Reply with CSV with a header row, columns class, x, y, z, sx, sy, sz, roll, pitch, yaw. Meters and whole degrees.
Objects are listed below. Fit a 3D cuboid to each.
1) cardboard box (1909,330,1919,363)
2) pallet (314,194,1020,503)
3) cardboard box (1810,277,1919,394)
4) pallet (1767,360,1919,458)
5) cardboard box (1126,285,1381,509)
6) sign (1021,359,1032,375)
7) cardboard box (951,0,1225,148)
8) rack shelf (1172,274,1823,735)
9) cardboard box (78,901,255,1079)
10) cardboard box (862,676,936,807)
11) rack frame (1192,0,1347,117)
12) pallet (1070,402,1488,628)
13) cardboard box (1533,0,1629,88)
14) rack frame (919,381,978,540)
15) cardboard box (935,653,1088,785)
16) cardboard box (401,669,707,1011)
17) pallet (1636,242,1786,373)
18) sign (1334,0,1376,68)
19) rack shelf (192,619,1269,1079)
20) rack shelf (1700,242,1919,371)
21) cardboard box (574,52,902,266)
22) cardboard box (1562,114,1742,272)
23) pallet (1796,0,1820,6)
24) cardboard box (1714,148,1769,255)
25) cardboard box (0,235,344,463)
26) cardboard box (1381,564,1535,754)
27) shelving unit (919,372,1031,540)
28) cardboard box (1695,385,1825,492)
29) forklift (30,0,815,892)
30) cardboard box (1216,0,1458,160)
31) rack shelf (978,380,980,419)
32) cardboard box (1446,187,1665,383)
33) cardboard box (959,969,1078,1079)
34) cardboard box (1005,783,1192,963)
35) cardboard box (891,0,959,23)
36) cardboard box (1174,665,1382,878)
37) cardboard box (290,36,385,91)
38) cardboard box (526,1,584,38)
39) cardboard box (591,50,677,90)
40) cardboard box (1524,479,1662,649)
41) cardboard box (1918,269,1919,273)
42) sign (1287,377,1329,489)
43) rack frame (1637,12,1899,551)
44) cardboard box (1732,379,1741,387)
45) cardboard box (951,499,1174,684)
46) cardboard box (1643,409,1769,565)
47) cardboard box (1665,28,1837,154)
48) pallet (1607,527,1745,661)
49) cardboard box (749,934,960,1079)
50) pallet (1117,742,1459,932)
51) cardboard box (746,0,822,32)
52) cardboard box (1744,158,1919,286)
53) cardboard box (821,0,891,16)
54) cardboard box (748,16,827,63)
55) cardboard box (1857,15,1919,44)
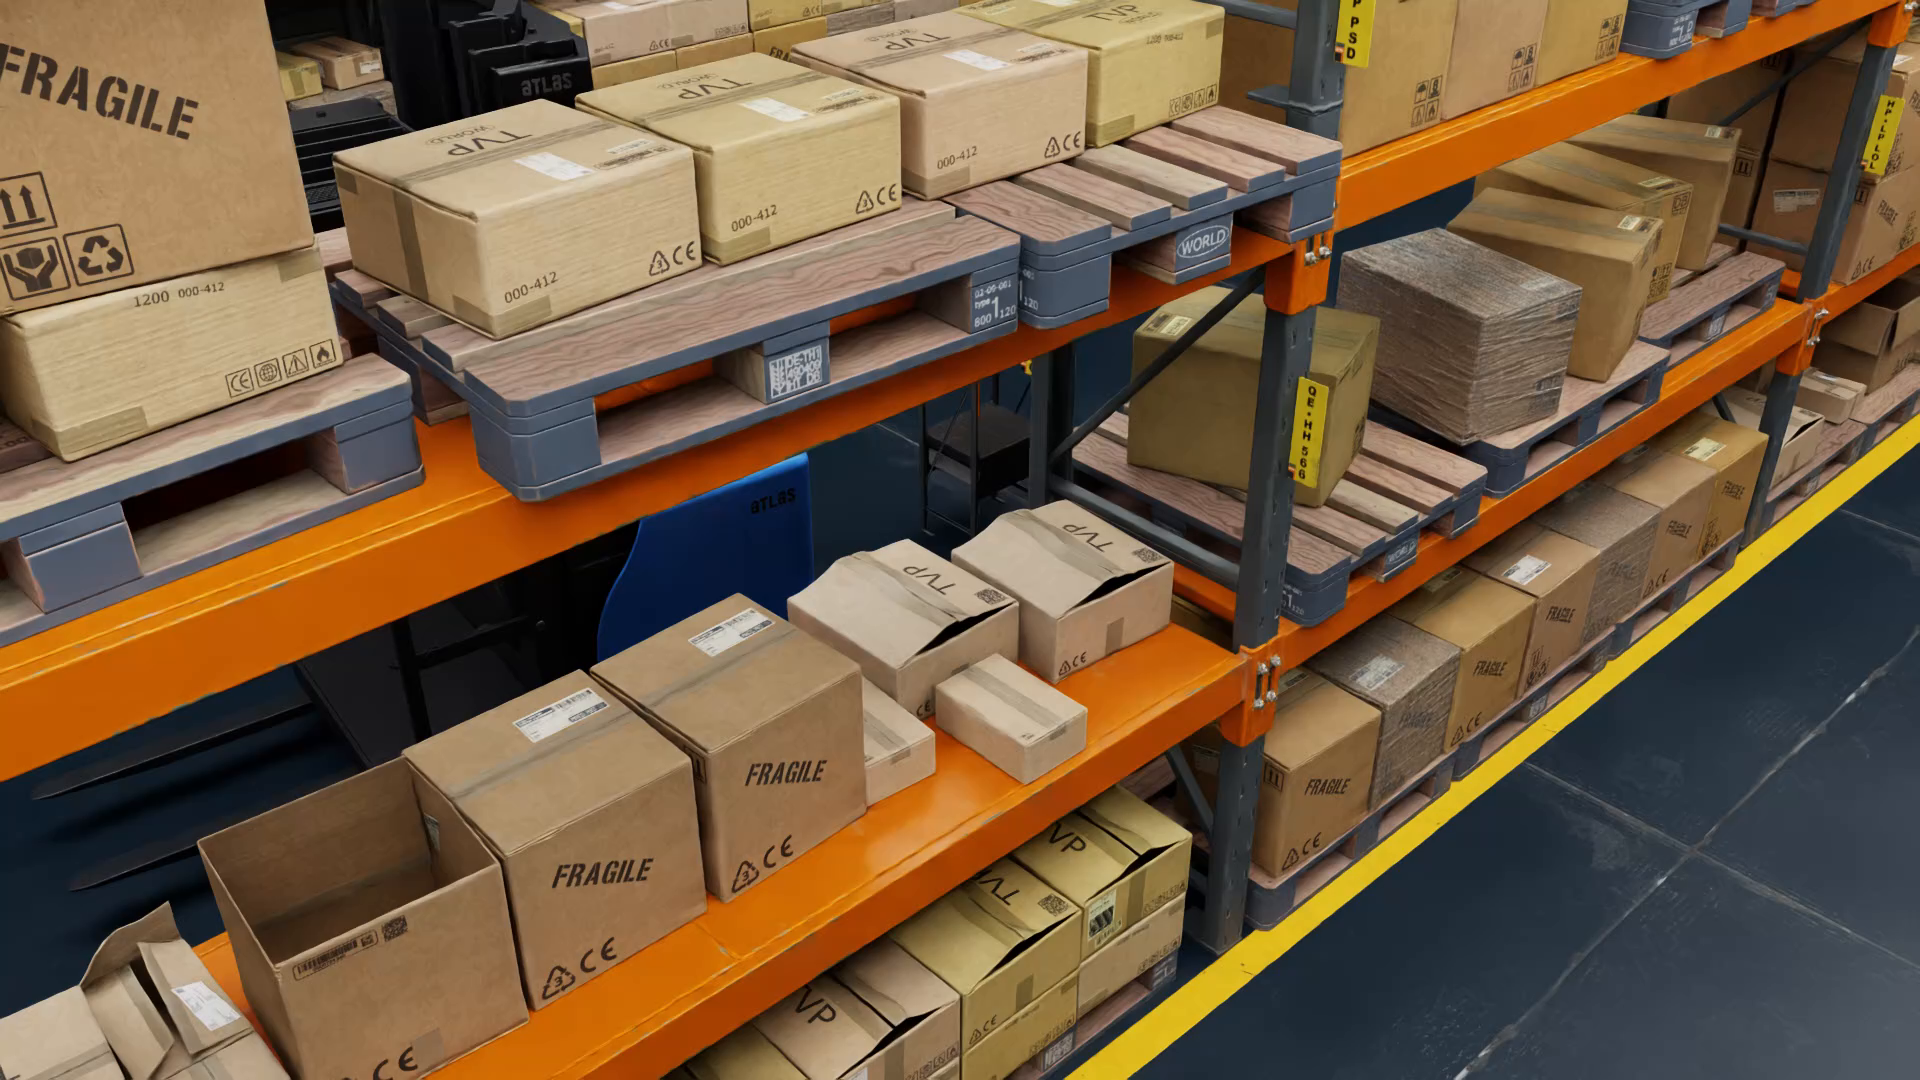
class,x,y,z,sx,sy,sz,roll,pitch,yaw
cardboard box,5.534,-1.263,9.653,0.500,0.250,0.500,-26,40,-35
pallet,-0.638,-0.549,3.579,1.213,0.211,1.003,-24,39,-33
cardboard box,4.924,-1.233,9.362,0.637,0.503,0.797,-26,40,-35
pallet,4.949,-0.930,9.569,1.213,0.211,1.003,-26,40,-35
cardboard box,1.002,-0.511,5.712,0.700,0.500,0.500,15,35,23
sign,0.241,-0.687,5.465,0.005,0.325,0.100,-26,40,-35
cardboard box,0.322,-1.235,4.261,0.500,0.250,0.500,26,40,35
rack shelf,2.083,-0.425,6.760,4.000,0.370,1.077,-26,40,-35
cardboard box,-1.797,1.071,3.752,0.258,0.266,0.396,-27,40,-37
cardboard box,-0.280,0.558,4.703,0.250,0.149,0.380,-23,38,-32
rack frame,0.616,-2.582,3.847,0.127,3.000,1.000,-26,40,-35
pallet,1.066,-0.208,5.899,1.003,0.211,1.213,-26,40,-35
cardboard box,1.669,-1.878,5.475,0.500,0.500,0.910,-26,40,-35
rack frame,-0.058,-0.868,7.657,0.015,2.100,0.400,-26,40,-35
cardboard box,0.145,0.509,4.783,0.250,0.149,0.380,-26,40,-35
cardboard box,-0.989,0.723,4.097,0.500,0.500,0.500,-26,40,-35
pallet,2.889,-1.118,7.387,1.213,0.211,1.003,-26,40,-35
sign,0.988,-1.342,4.122,0.005,0.325,0.100,-26,40,-35
rack shelf,-0.850,0.993,4.440,4.000,0.370,1.077,-26,40,-35
rack shelf,5.016,-1.844,9.080,4.000,0.370,1.077,-26,40,-35
cardboard box,-0.477,-0.844,3.621,0.500,0.250,0.500,-27,40,-36
cardboard box,3.050,-1.581,7.462,0.700,0.500,0.500,15,35,23
pallet,3.024,-2.437,6.665,1.003,0.211,1.213,-26,40,-35
cardboard box,3.742,-1.760,8.157,0.500,0.500,0.500,-25,39,-35
cardboard box,-1.458,-0.410,2.911,0.500,0.250,0.500,25,39,34
cardboard box,1.896,0.440,6.630,0.500,0.500,0.500,-26,40,-36
shelving unit,0.121,-0.955,7.798,0.503,2.100,0.431,-26,40,-35
cardboard box,4.004,-0.548,8.427,0.500,0.311,0.500,-26,40,-35
forklift,-2.093,-0.441,6.162,3.031,2.935,1.130,-21,37,-31
cardboard box,0.913,-1.513,4.878,0.500,0.500,0.910,-26,40,-35
rack shelf,0.121,-0.943,7.805,0.480,0.518,0.431,-26,40,-35
cardboard box,2.296,-1.013,6.533,0.700,0.500,0.500,18,36,27
cardboard box,0.021,1.435,5.261,0.500,0.250,0.500,-26,40,-36
cardboard box,0.400,1.012,5.416,0.500,0.311,0.500,-25,39,-34
cardboard box,-0.356,-3.069,9.993,0.500,0.500,0.500,-25,40,-35
cardboard box,1.145,0.804,6.035,0.500,0.500,0.500,-24,39,-34
cardboard box,-2.987,-2.290,7.980,0.380,0.149,0.250,23,38,33
cardboard box,-2.225,-2.487,8.323,0.500,0.250,0.500,-25,39,-34
cardboard box,-1.834,-2.351,8.820,0.500,0.500,0.500,-24,39,-34
cardboard box,2.646,0.071,7.232,0.500,0.500,0.500,-25,39,-35
cardboard box,5.942,-1.815,10.654,0.250,0.149,0.380,-26,40,-35
sign,0.996,-0.306,4.765,0.005,0.325,0.100,-26,40,-35
rack frame,3.550,-1.442,7.732,0.127,3.000,1.000,-26,40,-35
cardboard box,3.774,-0.874,8.778,0.500,0.500,0.500,-26,40,-35
cardboard box,0.320,0.127,5.252,0.500,0.311,0.500,-23,38,-33
cardboard box,3.383,-0.278,7.804,0.500,0.500,0.500,-26,40,-36
cardboard box,3.744,-2.189,7.901,0.500,0.500,0.500,-26,40,-35
pallet,2.979,0.051,7.964,1.213,0.211,1.003,-26,40,-35
cardboard box,-0.349,1.377,4.819,0.500,0.311,0.500,-26,40,-36
pallet,1.190,0.916,6.549,1.213,0.211,1.003,-26,40,-35
cardboard box,-1.119,-3.030,9.211,0.500,0.250,0.500,-27,40,-36
cardboard box,4.109,-1.561,7.832,0.500,0.500,0.500,-25,39,-34
cardboard box,-0.745,-3.211,9.507,0.500,0.250,0.500,-25,39,-35
cardboard box,-1.093,-2.715,9.414,0.500,0.500,0.500,-25,39,-34
cardboard box,4.464,-2.154,7.842,0.500,0.500,0.500,-27,41,-37
